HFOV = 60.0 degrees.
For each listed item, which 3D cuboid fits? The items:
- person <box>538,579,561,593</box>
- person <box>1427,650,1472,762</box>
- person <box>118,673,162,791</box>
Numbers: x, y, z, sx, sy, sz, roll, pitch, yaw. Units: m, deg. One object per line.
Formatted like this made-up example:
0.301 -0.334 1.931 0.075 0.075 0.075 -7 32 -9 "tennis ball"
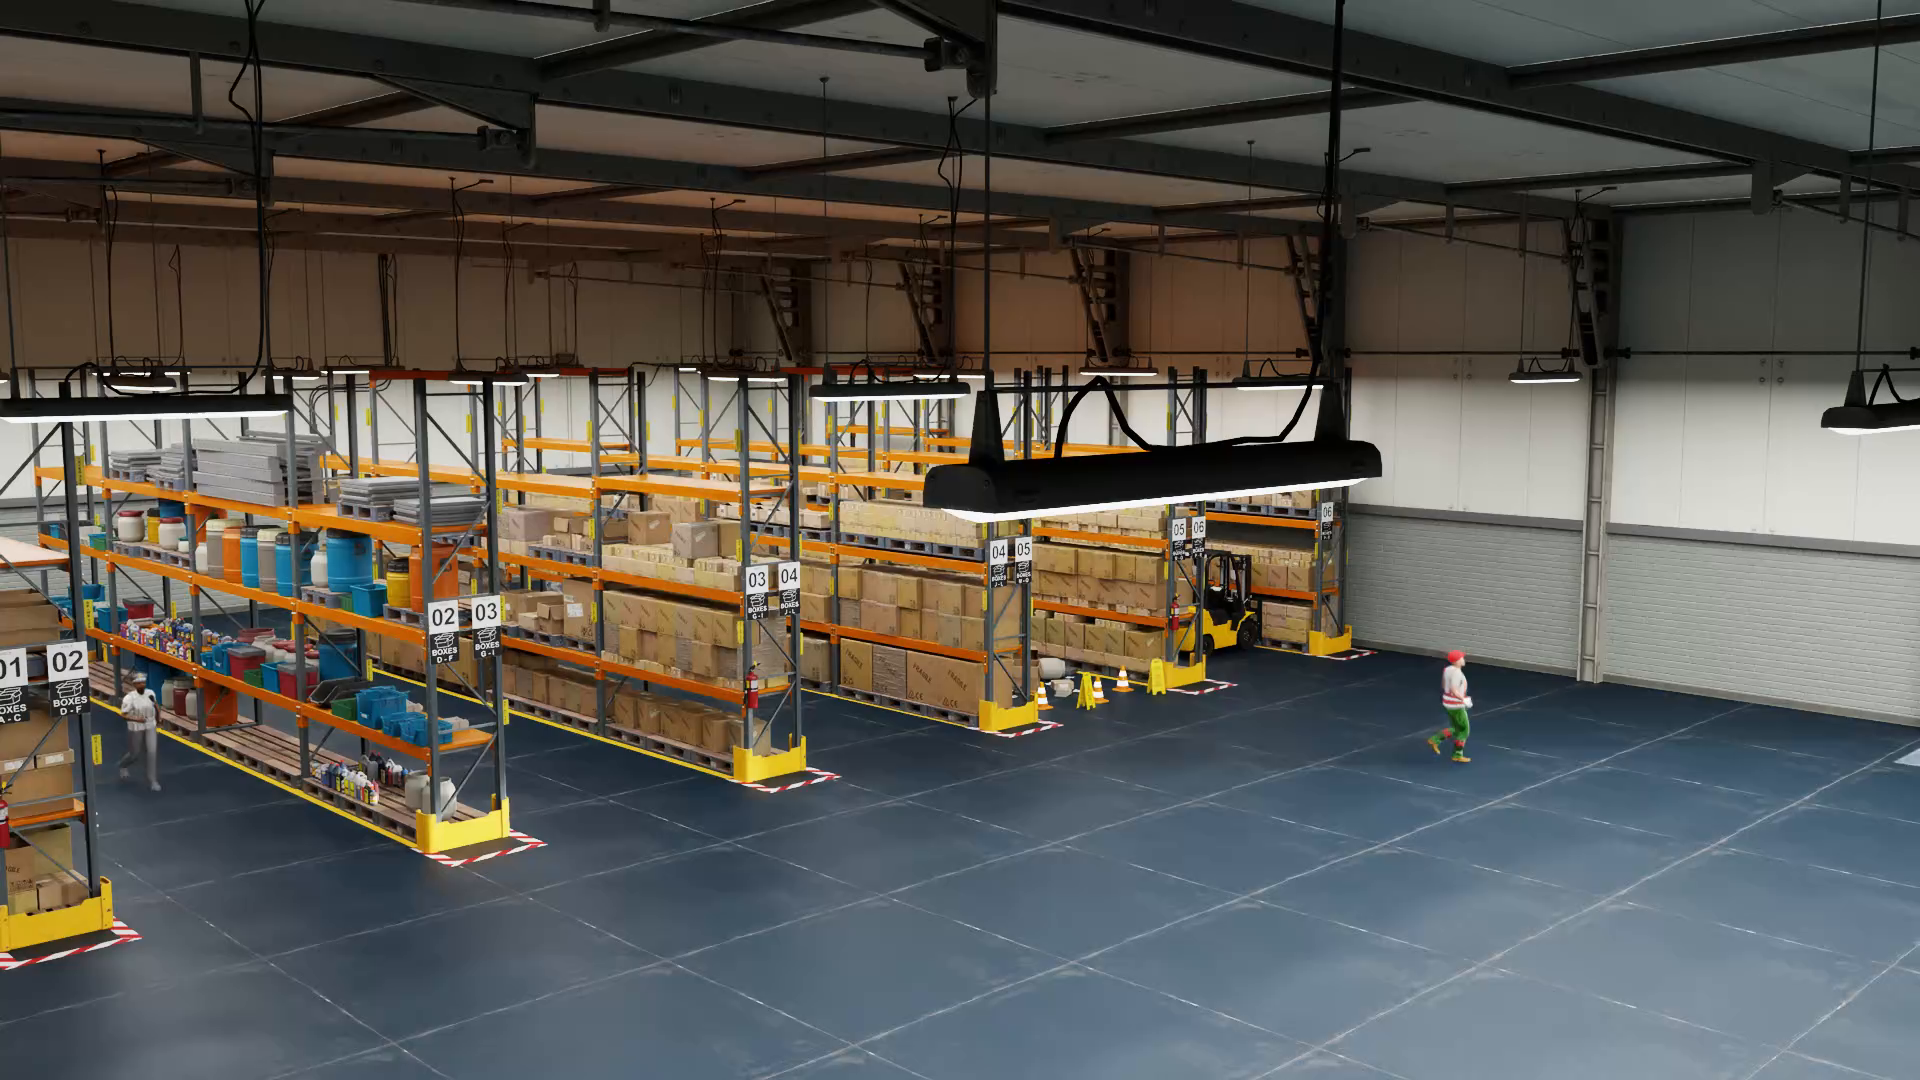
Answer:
-10.182 0.786 41.272 0.641 1.775 0.690 5 8 35 "person"
7.592 2.566 25.684 0.666 1.755 0.668 0 6 -1 "person"
-11.952 2.762 24.264 0.918 1.710 0.589 6 9 42 "person"
